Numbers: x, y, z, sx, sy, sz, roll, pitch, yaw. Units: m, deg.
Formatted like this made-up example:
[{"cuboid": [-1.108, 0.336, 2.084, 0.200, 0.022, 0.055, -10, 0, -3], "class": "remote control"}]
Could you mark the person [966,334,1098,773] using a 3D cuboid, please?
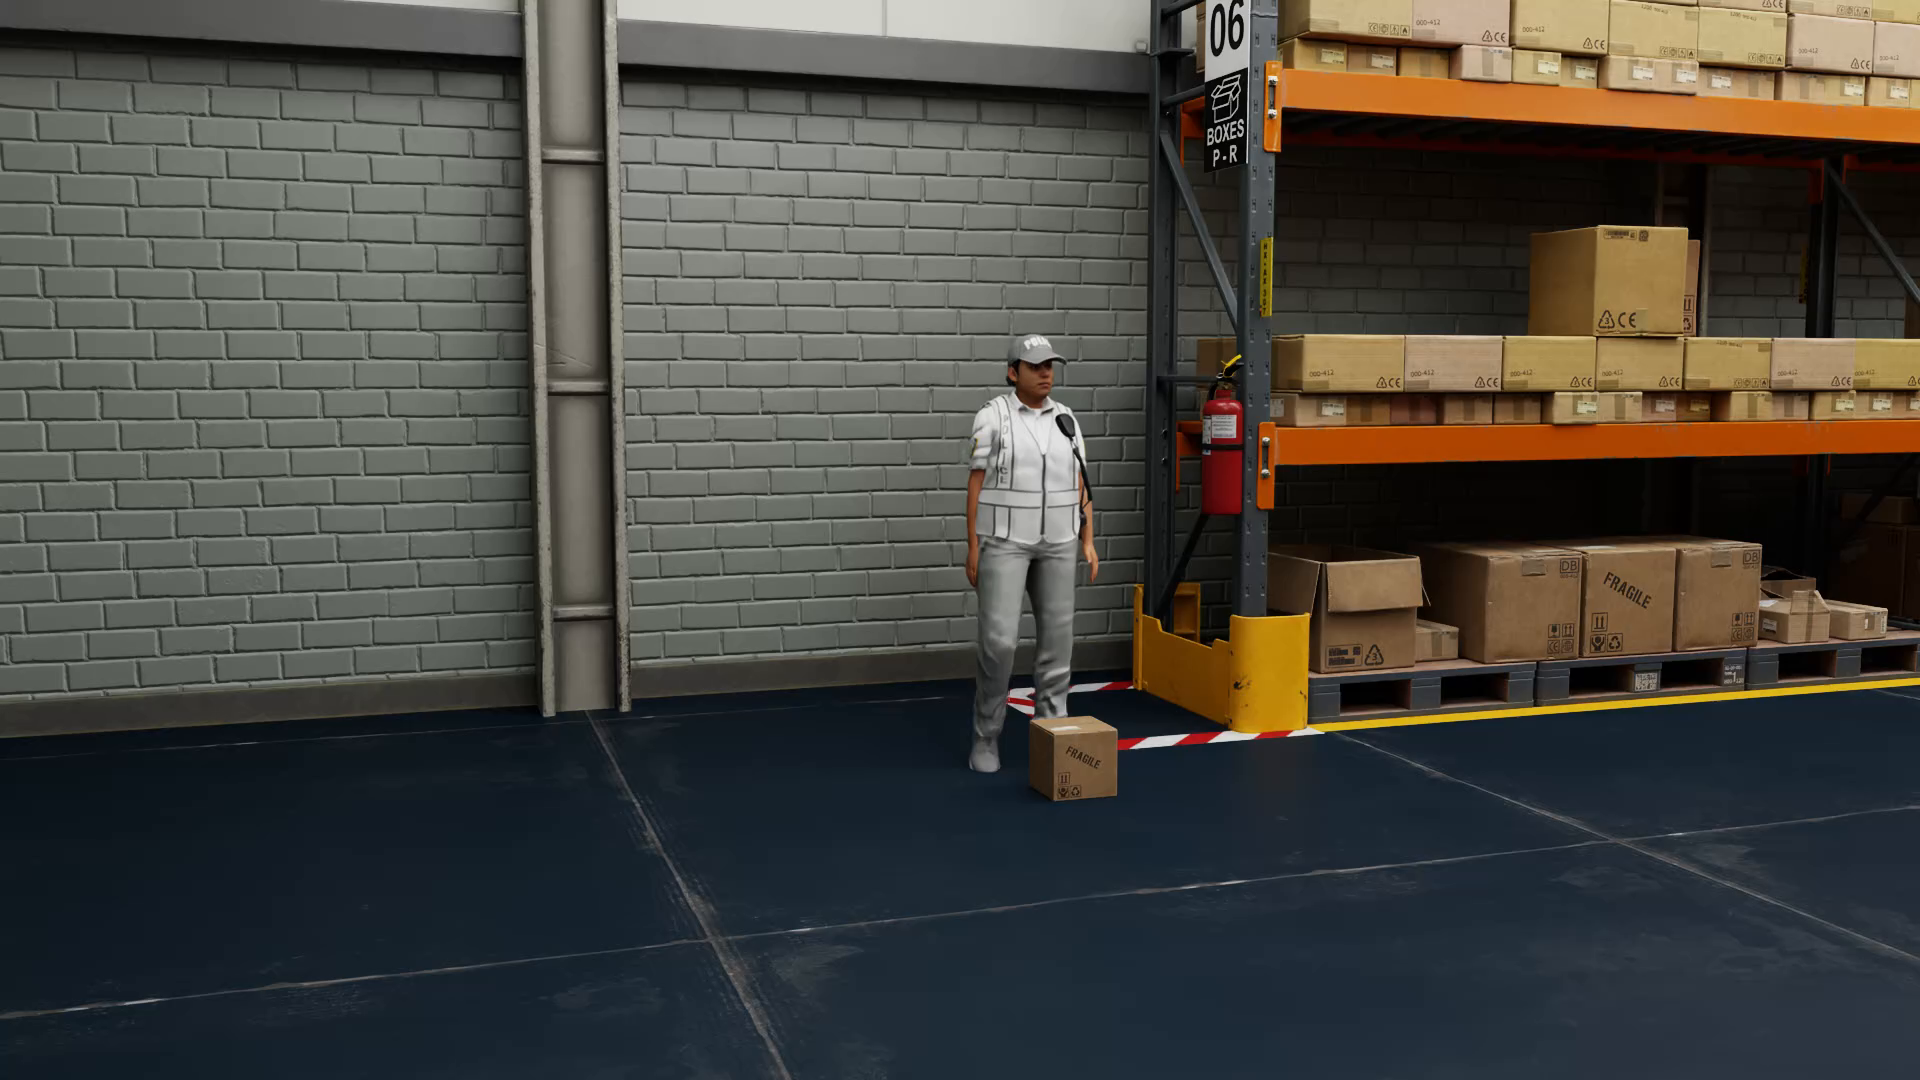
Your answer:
[{"cuboid": [0.287, 0.067, 6.475, 0.515, 1.728, 0.462, -2, 6, -19], "class": "person"}]
